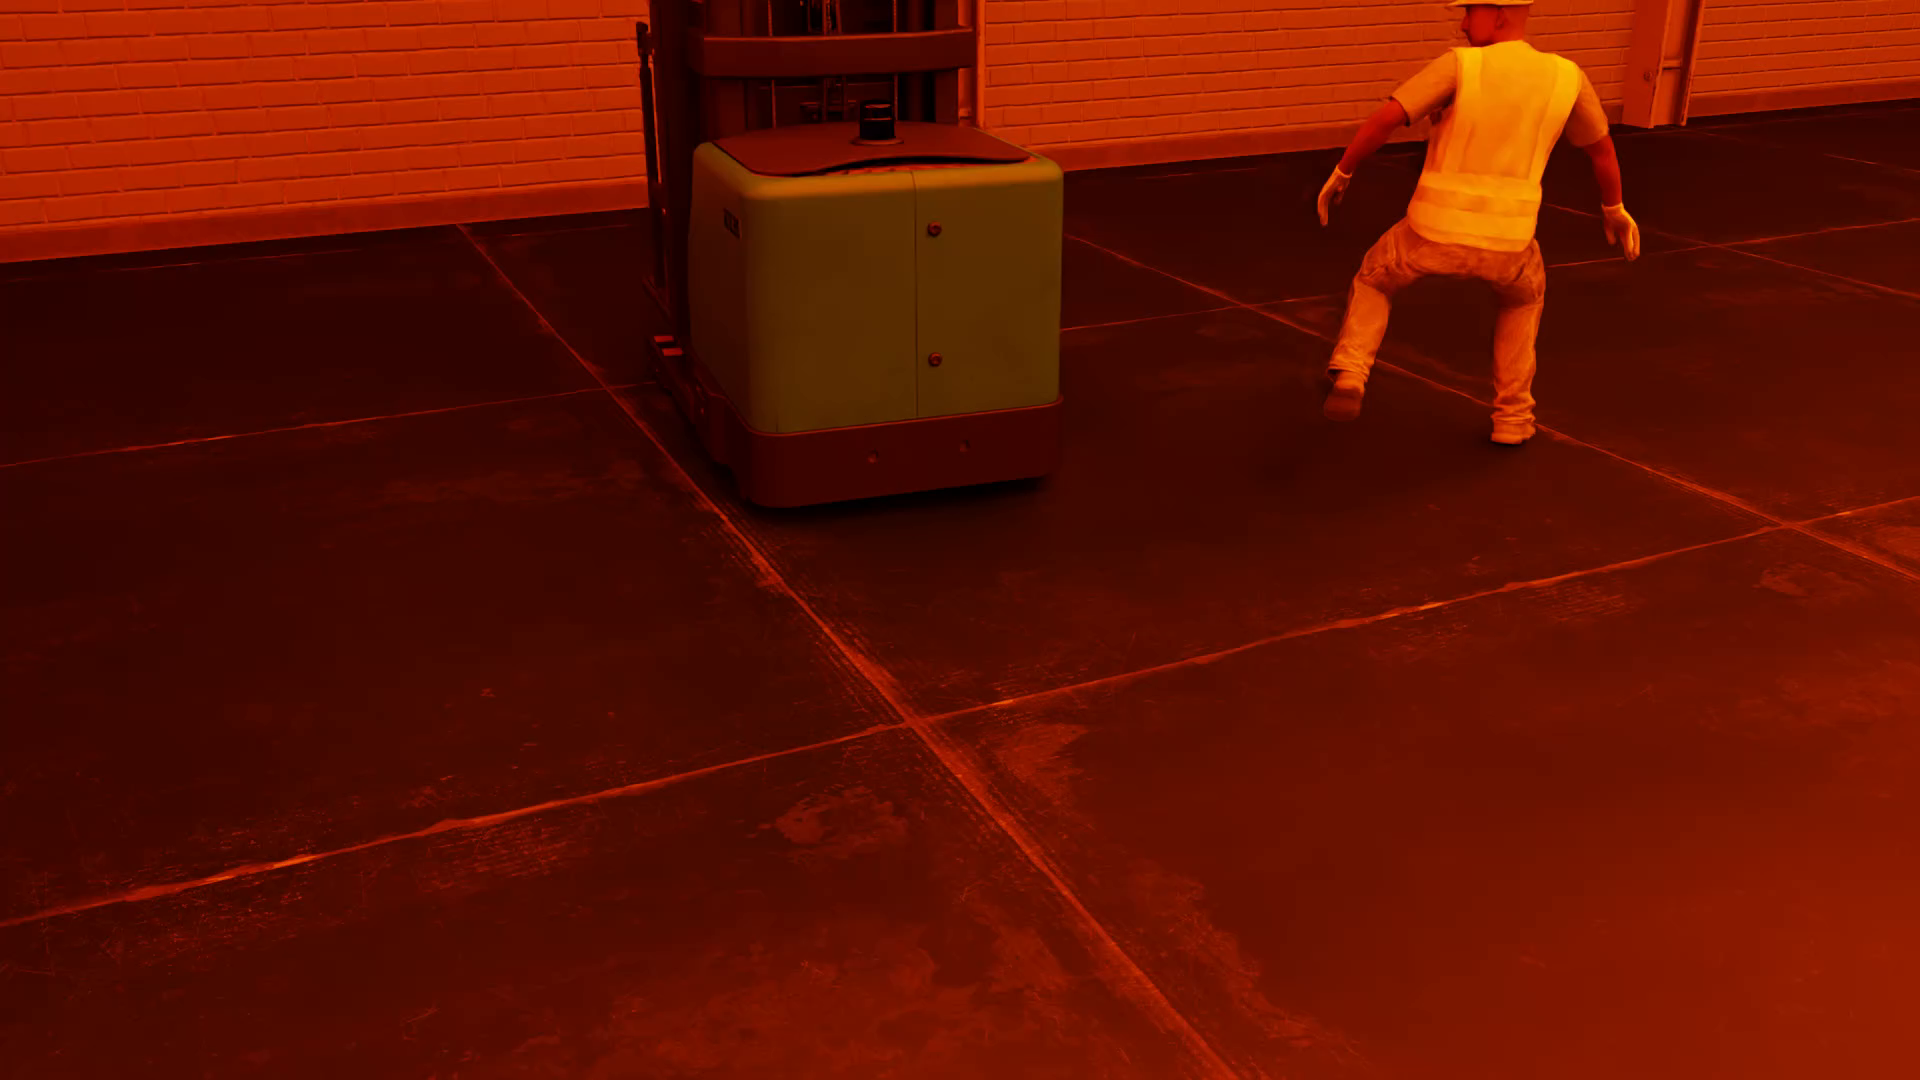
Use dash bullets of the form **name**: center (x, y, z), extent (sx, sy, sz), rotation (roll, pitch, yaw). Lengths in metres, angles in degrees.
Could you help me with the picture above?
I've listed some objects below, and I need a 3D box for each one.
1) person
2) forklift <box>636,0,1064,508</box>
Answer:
- **person**: center (1.777, -1.104, 5.685), extent (1.121, 1.653, 0.510), rotation (2, 23, 5)
- **forklift**: center (-0.630, -1.988, 6.073), extent (1.130, 2.935, 3.031), rotation (-8, 24, -18)
